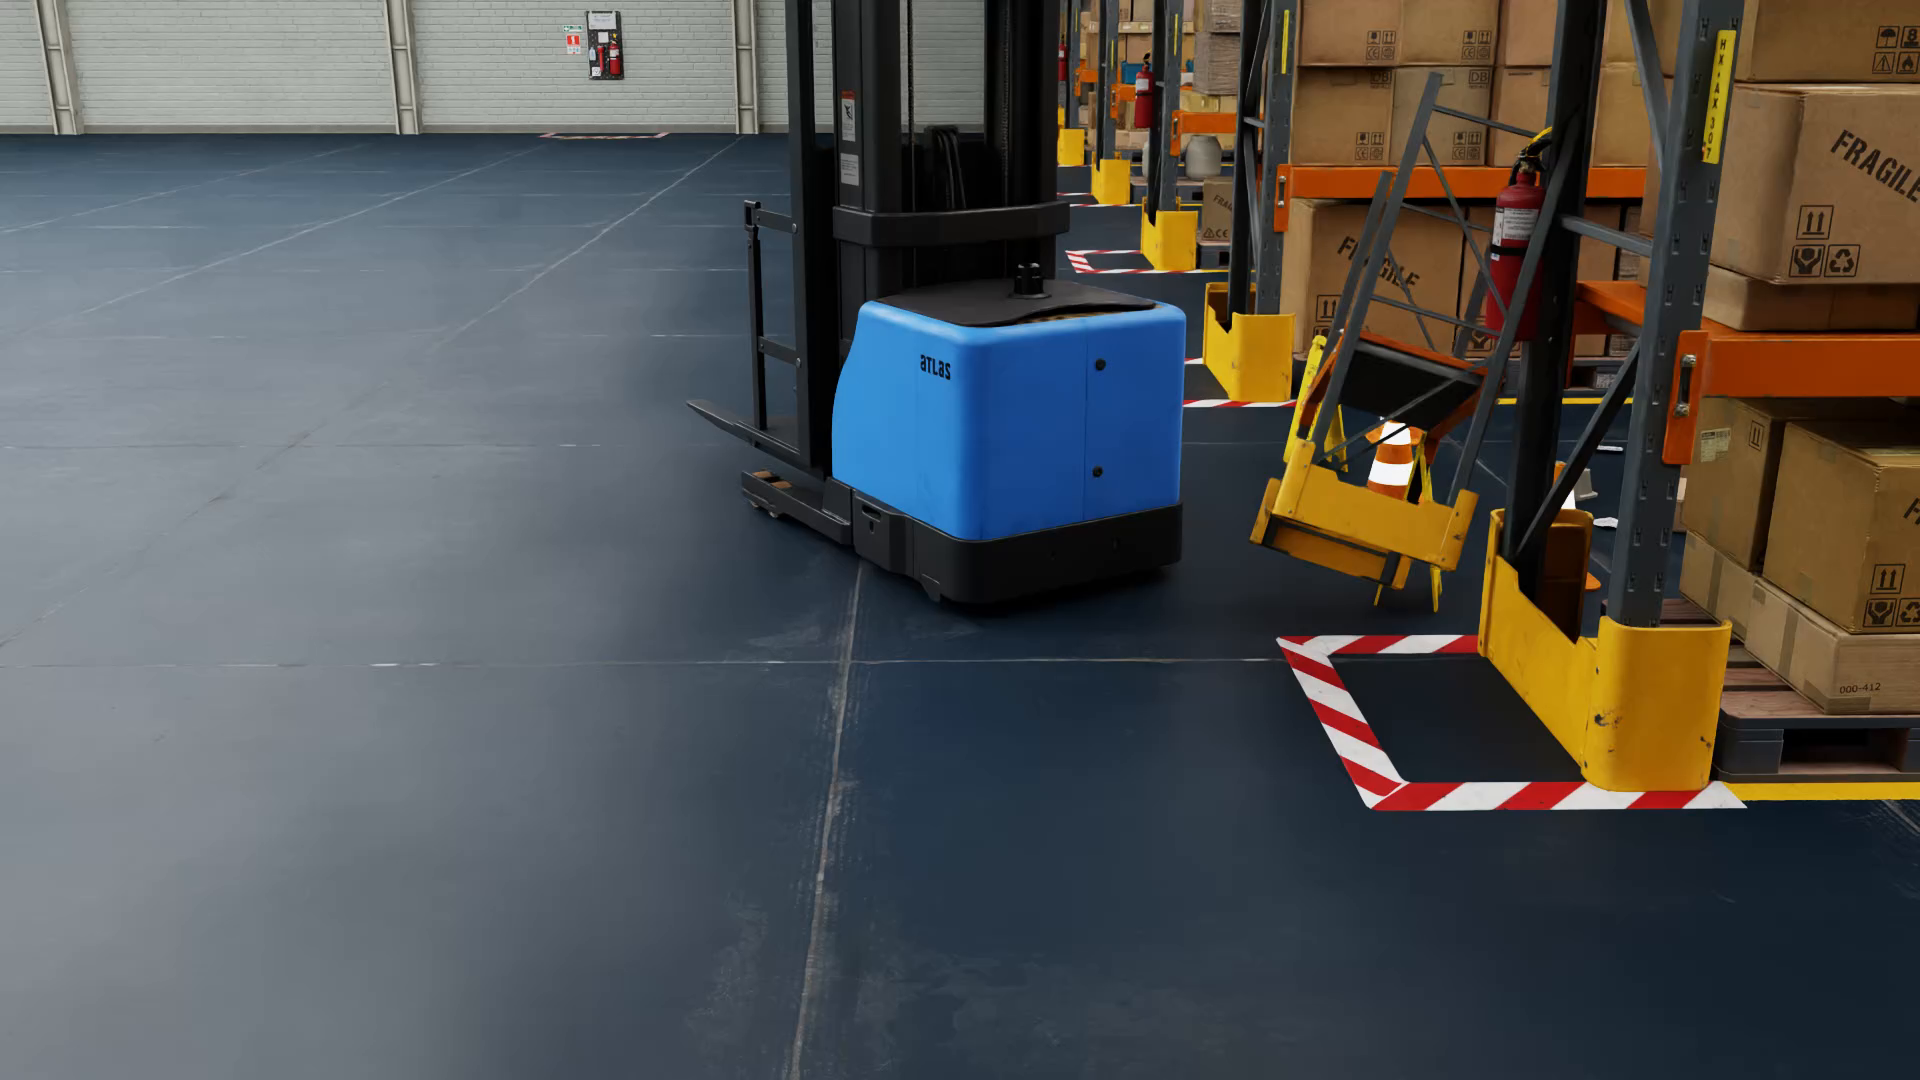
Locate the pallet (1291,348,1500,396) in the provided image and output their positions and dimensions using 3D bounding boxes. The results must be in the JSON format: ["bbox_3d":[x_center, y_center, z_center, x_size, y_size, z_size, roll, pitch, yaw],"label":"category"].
[{"bbox_3d":[2.540,-1.093,10.109,1.213,0.211,1.003,0,18,-1],"label":"pallet"}]

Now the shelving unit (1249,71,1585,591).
[{"bbox_3d":[1.550,-0.658,5.751,0.587,1.500,1.083,18,-3,7],"label":"shelving unit"}]

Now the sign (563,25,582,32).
[{"bbox_3d":[-6.804,-8.981,29.207,0.331,0.109,0.001,0,18,-1],"label":"sign"}]

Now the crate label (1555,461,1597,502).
[{"bbox_3d":[2.758,-0.275,7.680,0.298,0.136,0.250,-10,20,-29],"label":"crate label"}]

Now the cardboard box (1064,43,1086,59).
[{"bbox_3d":[2.023,-8.290,28.194,0.500,0.250,0.500,-1,18,-2],"label":"cardboard box"}]

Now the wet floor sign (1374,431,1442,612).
[{"bbox_3d":[1.714,-0.087,6.261,0.232,0.644,0.267,6,19,18],"label":"wet floor sign"}]

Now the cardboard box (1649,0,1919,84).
[{"bbox_3d":[2.428,-1.616,4.888,0.500,0.500,0.700,-1,18,-2],"label":"cardboard box"}]

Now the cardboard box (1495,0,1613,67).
[{"bbox_3d":[3.224,-2.961,9.353,0.550,0.550,0.875,0,18,-1],"label":"cardboard box"}]

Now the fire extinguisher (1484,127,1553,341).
[{"bbox_3d":[1.799,-0.985,5.334,0.183,0.674,0.296,0,18,-1],"label":"fire extinguisher"}]

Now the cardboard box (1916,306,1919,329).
[{"bbox_3d":[2.783,-0.683,4.676,0.250,0.149,0.380,-1,18,-3],"label":"cardboard box"}]

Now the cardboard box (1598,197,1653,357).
[{"bbox_3d":[4.210,-1.613,9.957,0.875,0.875,0.875,0,18,0],"label":"cardboard box"}]

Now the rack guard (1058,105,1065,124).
[{"bbox_3d":[1.606,-7.257,28.852,0.348,0.500,1.175,0,18,-1],"label":"rack guard"}]

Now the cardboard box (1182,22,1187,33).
[{"bbox_3d":[3.040,-7.232,23.456,0.250,0.149,0.380,-1,18,-3],"label":"cardboard box"}]

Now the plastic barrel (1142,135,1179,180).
[{"bbox_3d":[2.343,-4.463,19.435,0.421,0.512,0.421,0,18,0],"label":"plastic barrel"}]

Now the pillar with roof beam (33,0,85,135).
[{"bbox_3d":[-15.713,-10.170,24.017,0.400,9.000,9.100,0,18,-1],"label":"pillar with roof beam"}]

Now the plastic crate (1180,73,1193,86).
[{"bbox_3d":[2.586,-5.202,18.784,0.250,0.136,0.298,0,18,-1],"label":"plastic crate"}]

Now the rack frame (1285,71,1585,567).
[{"bbox_3d":[1.498,-0.703,5.238,0.500,1.500,0.032,18,-3,7],"label":"rack frame"}]

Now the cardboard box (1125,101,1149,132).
[{"bbox_3d":[2.652,-6.119,23.799,0.500,0.500,0.500,0,18,-1],"label":"cardboard box"}]

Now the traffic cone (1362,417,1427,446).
[{"bbox_3d":[2.295,-0.754,8.640,0.334,0.463,0.336,0,18,-1],"label":"traffic cone"}]

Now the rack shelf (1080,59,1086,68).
[{"bbox_3d":[3.530,-8.114,28.609,4.000,0.370,1.077,0,18,-1],"label":"rack shelf"}]

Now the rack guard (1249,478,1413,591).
[{"bbox_3d":[1.402,-0.023,6.212,0.587,0.250,0.087,18,-3,7],"label":"rack guard"}]

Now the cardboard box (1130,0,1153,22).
[{"bbox_3d":[2.658,-7.602,23.548,0.500,0.500,0.700,-1,18,-2],"label":"cardboard box"}]

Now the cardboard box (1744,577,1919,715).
[{"bbox_3d":[2.732,0.308,4.990,0.500,0.250,0.500,0,18,-1],"label":"cardboard box"}]

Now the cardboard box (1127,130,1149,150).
[{"bbox_3d":[2.652,-5.763,23.916,0.500,0.250,0.500,0,18,-1],"label":"cardboard box"}]

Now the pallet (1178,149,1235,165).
[{"bbox_3d":[3.593,-5.628,24.245,1.213,0.211,1.003,0,18,-1],"label":"pallet"}]

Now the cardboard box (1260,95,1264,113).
[{"bbox_3d":[2.554,-3.709,14.111,0.250,0.149,0.380,0,18,-1],"label":"cardboard box"}]

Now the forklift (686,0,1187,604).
[{"bbox_3d":[-0.327,-1.557,7.104,1.130,2.935,3.031,-11,21,-30],"label":"forklift"}]

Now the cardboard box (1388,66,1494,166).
[{"bbox_3d":[2.662,-2.489,9.652,0.550,0.550,0.875,0,18,-1],"label":"cardboard box"}]

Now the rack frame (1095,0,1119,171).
[{"bbox_3d":[1.686,-5.421,19.036,0.127,3.000,1.000,0,18,-1],"label":"rack frame"}]

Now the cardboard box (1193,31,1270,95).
[{"bbox_3d":[2.315,-4.092,14.242,0.500,0.500,0.875,0,18,-1],"label":"cardboard box"}]

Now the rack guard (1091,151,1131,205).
[{"bbox_3d":[1.762,-4.246,19.464,0.348,0.500,1.175,0,18,-1],"label":"rack guard"}]

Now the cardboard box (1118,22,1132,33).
[{"bbox_3d":[2.272,-7.229,23.445,0.250,0.149,0.380,-1,18,-2],"label":"cardboard box"}]

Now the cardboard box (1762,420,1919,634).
[{"bbox_3d":[2.756,-0.049,4.877,0.500,0.500,0.500,-1,18,-3],"label":"cardboard box"}]

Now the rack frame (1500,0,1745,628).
[{"bbox_3d":[1.921,-0.882,4.886,0.127,3.000,1.000,0,18,-1],"label":"rack frame"}]

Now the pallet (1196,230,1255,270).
[{"bbox_3d":[2.653,-2.574,14.726,1.213,0.211,1.003,0,18,-1],"label":"pallet"}]

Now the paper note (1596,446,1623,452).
[{"bbox_3d":[3.295,-0.467,8.457,0.142,0.017,0.144,6,19,18],"label":"paper note"}]

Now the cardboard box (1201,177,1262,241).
[{"bbox_3d":[2.389,-2.916,14.632,0.500,0.500,0.500,3,18,9],"label":"cardboard box"}]

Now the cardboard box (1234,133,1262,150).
[{"bbox_3d":[4.151,-5.769,23.934,0.500,0.250,0.500,0,18,-1],"label":"cardboard box"}]

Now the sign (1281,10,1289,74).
[{"bbox_3d":[1.745,-2.673,8.924,0.005,0.325,0.100,0,18,-1],"label":"sign"}]

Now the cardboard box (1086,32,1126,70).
[{"bbox_3d":[2.079,-6.980,23.732,0.500,0.500,0.700,0,18,-1],"label":"cardboard box"}]

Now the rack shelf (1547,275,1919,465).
[{"bbox_3d":[3.921,-0.549,5.025,4.000,0.370,1.077,0,18,-1],"label":"rack shelf"}]

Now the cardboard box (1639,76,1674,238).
[{"bbox_3d":[2.459,-1.158,5.095,0.500,0.500,0.500,-1,18,-2],"label":"cardboard box"}]
